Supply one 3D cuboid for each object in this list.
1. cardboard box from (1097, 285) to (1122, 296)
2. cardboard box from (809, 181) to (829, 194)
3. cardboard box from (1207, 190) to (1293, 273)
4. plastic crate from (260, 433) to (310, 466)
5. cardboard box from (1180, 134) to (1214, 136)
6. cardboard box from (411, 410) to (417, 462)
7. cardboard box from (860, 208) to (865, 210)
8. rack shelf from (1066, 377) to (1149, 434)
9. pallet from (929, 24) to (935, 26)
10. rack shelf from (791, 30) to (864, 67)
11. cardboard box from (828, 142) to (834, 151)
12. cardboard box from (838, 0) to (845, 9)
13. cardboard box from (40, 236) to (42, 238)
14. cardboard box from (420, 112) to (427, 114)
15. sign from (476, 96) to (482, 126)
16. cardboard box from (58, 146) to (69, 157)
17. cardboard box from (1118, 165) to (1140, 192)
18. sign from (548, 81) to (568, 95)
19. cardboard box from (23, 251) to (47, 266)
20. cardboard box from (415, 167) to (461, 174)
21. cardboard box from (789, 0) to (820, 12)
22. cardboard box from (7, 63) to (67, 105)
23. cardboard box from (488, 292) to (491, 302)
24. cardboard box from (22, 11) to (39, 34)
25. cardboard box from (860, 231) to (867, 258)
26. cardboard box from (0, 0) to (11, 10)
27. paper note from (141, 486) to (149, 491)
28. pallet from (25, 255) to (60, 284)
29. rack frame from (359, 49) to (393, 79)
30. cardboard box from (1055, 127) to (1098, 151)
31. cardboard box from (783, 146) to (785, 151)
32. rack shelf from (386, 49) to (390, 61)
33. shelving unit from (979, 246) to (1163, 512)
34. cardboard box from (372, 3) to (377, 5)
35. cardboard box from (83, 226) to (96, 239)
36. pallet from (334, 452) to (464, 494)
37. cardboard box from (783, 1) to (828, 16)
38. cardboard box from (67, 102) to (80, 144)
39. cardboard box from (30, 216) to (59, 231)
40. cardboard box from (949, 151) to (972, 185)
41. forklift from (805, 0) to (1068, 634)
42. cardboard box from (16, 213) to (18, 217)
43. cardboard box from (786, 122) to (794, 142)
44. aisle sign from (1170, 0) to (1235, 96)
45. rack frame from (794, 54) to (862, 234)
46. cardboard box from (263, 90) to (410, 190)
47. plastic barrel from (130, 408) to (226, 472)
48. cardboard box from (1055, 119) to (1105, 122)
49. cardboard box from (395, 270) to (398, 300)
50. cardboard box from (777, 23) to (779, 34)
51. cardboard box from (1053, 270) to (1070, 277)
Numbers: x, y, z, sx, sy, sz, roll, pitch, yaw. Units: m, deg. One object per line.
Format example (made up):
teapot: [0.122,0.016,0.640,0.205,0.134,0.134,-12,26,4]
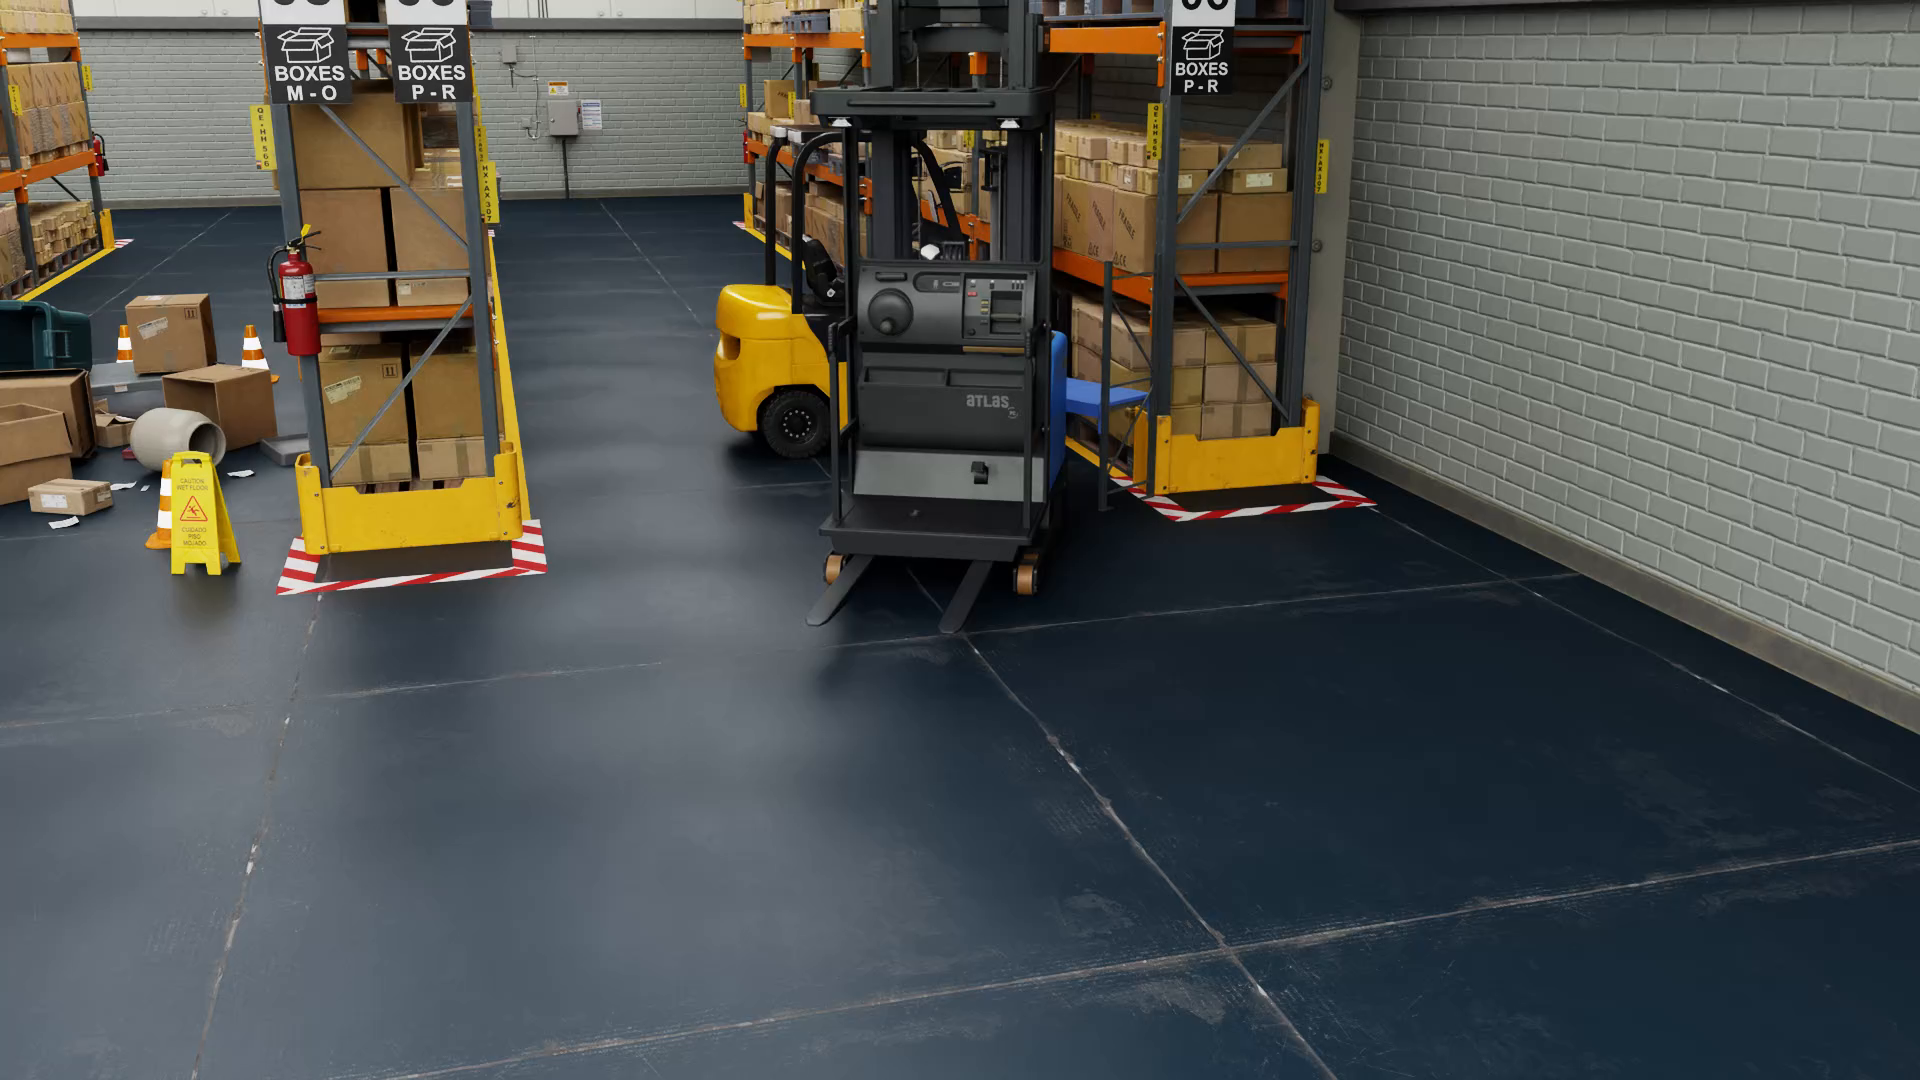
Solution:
cardboard box: [1.342,-1.747,12.365,0.500,0.250,0.500,-5,17,-16]
cardboard box: [-1.702,-4.477,21.114,0.380,0.149,0.250,-5,17,-16]
cardboard box: [1.826,-2.023,10.800,0.500,0.500,0.500,-4,17,-13]
plastic crate: [-4.533,-0.632,11.417,0.402,0.080,0.583,-12,20,-34]
cardboard box: [1.532,-2.715,11.457,0.380,0.149,0.250,-4,17,-14]
cardboard box: [-3.692,-0.654,10.463,0.500,0.250,0.500,-5,17,-15]
cardboard box: [-1.116,-3.755,19.228,0.380,0.149,0.250,-5,17,-16]
rack shelf: [0.663,-0.872,10.374,0.538,0.185,1.000,-16,23,-42]
pallet: [0.079,-4.886,15.617,1.003,0.211,1.213,-4,17,-13]
rack shelf: [-1.053,-5.675,19.166,1.077,0.370,4.000,-5,17,-15]
cardboard box: [-1.130,-4.717,19.031,0.797,0.503,0.637,-5,17,-17]
cardboard box: [-1.161,-6.022,18.640,0.380,0.149,0.250,-4,17,-14]
cardboard box: [-11.156,-3.554,19.779,0.380,0.149,0.250,-5,17,-16]
cardboard box: [-4.167,-3.212,13.509,0.500,0.500,0.500,-5,17,-15]
sign: [-4.756,-4.198,16.339,0.100,0.325,0.005,-5,17,-15]
cardboard box: [-11.592,-4.957,21.178,0.380,0.149,0.250,-6,18,-18]
cardboard box: [1.231,-2.317,10.651,0.380,0.149,0.250,-4,17,-14]
sign: [-7.096,-7.981,29.371,0.339,0.242,0.001,-5,17,-15]
cardboard box: [-10.898,-3.285,19.399,0.380,0.149,0.250,-5,18,-18]
cardboard box: [-3.227,-2.050,10.372,0.500,0.500,0.500,-5,17,-16]
cardboard box: [-1.866,-6.513,20.238,0.380,0.149,0.250,-5,17,-15]
cardboard box: [-11.550,-5.708,20.813,0.500,0.500,0.500,-4,17,-12]
cardboard box: [-3.614,-1.490,11.944,0.500,0.500,0.500,-4,17,-14]
cardboard box: [-11.251,-6.120,19.659,0.500,0.250,0.500,-4,17,-13]
cardboard box: [-0.827,-3.133,18.284,0.500,0.500,0.500,-4,17,-14]
cardboard box: [-11.008,-6.079,18.654,0.500,0.250,0.500,-4,17,-13]
paper note: [-5.159,-0.329,10.529,0.032,0.001,0.123,-5,17,-15]
pallet: [-11.325,-3.170,19.640,1.003,0.211,1.213,-5,17,-15]
rack frame: [-5.275,-3.636,16.342,1.000,3.000,0.127,-5,17,-15]
cardboard box: [0.828,-2.962,12.281,0.380,0.149,0.250,-5,17,-15]
cardboard box: [-2.167,-5.299,22.314,0.380,0.149,0.250,-4,17,-14]
rack shelf: [-6.924,-6.388,21.539,1.077,0.370,4.000,-5,17,-15]
shelving unit: [0.663,-1.045,10.322,0.538,1.500,1.048,-16,23,-42]
cardboard box: [-4.043,-3.612,10.792,0.500,0.250,0.500,-5,17,-15]
cardboard box: [-11.692,-4.073,22.023,0.380,0.149,0.250,-4,17,-14]
pallet: [-3.287,-0.336,10.204,1.003,0.211,1.213,-5,17,-15]
cardboard box: [-1.977,-6.757,21.261,0.500,0.250,0.500,-5,17,-15]
cardboard box: [-11.698,-5.373,21.434,0.500,0.500,0.500,-5,17,-16]
cardboard box: [-11.222,-3.849,20.245,0.380,0.149,0.250,-4,17,-14]
cardboard box: [0.215,-3.206,14.303,0.500,0.250,0.500,-5,17,-16]
forklift: [-0.104,-1.227,8.442,1.130,2.935,3.031,3,17,9]
cardboard box: [-11.846,-3.954,20.592,0.380,0.149,0.250,-5,17,-15]
cardboard box: [-1.978,-5.328,21.719,0.500,0.250,0.500,-4,17,-14]
aisle sign: [1.430,-3.020,9.773,0.394,0.787,0.004,-5,17,-15]
rack frame: [-1.603,-5.136,21.335,1.000,3.000,0.127,-5,17,-15]
cardboard box: [-3.427,-2.216,9.187,0.700,0.500,0.500,-5,17,-17]
plastic barrel: [-5.100,-0.641,10.850,0.512,0.421,0.421,7,18,23]
cardboard box: [0.974,-3.360,13.604,0.380,0.149,0.250,-5,17,-15]
cardboard box: [-3.054,-1.482,9.608,0.380,0.149,0.250,-4,17,-14]
cardboard box: [-2.224,-6.816,22.150,0.380,0.149,0.250,-4,17,-13]
cardboard box: [0.557,-1.985,13.158,0.500,0.250,0.500,-5,17,-15]
